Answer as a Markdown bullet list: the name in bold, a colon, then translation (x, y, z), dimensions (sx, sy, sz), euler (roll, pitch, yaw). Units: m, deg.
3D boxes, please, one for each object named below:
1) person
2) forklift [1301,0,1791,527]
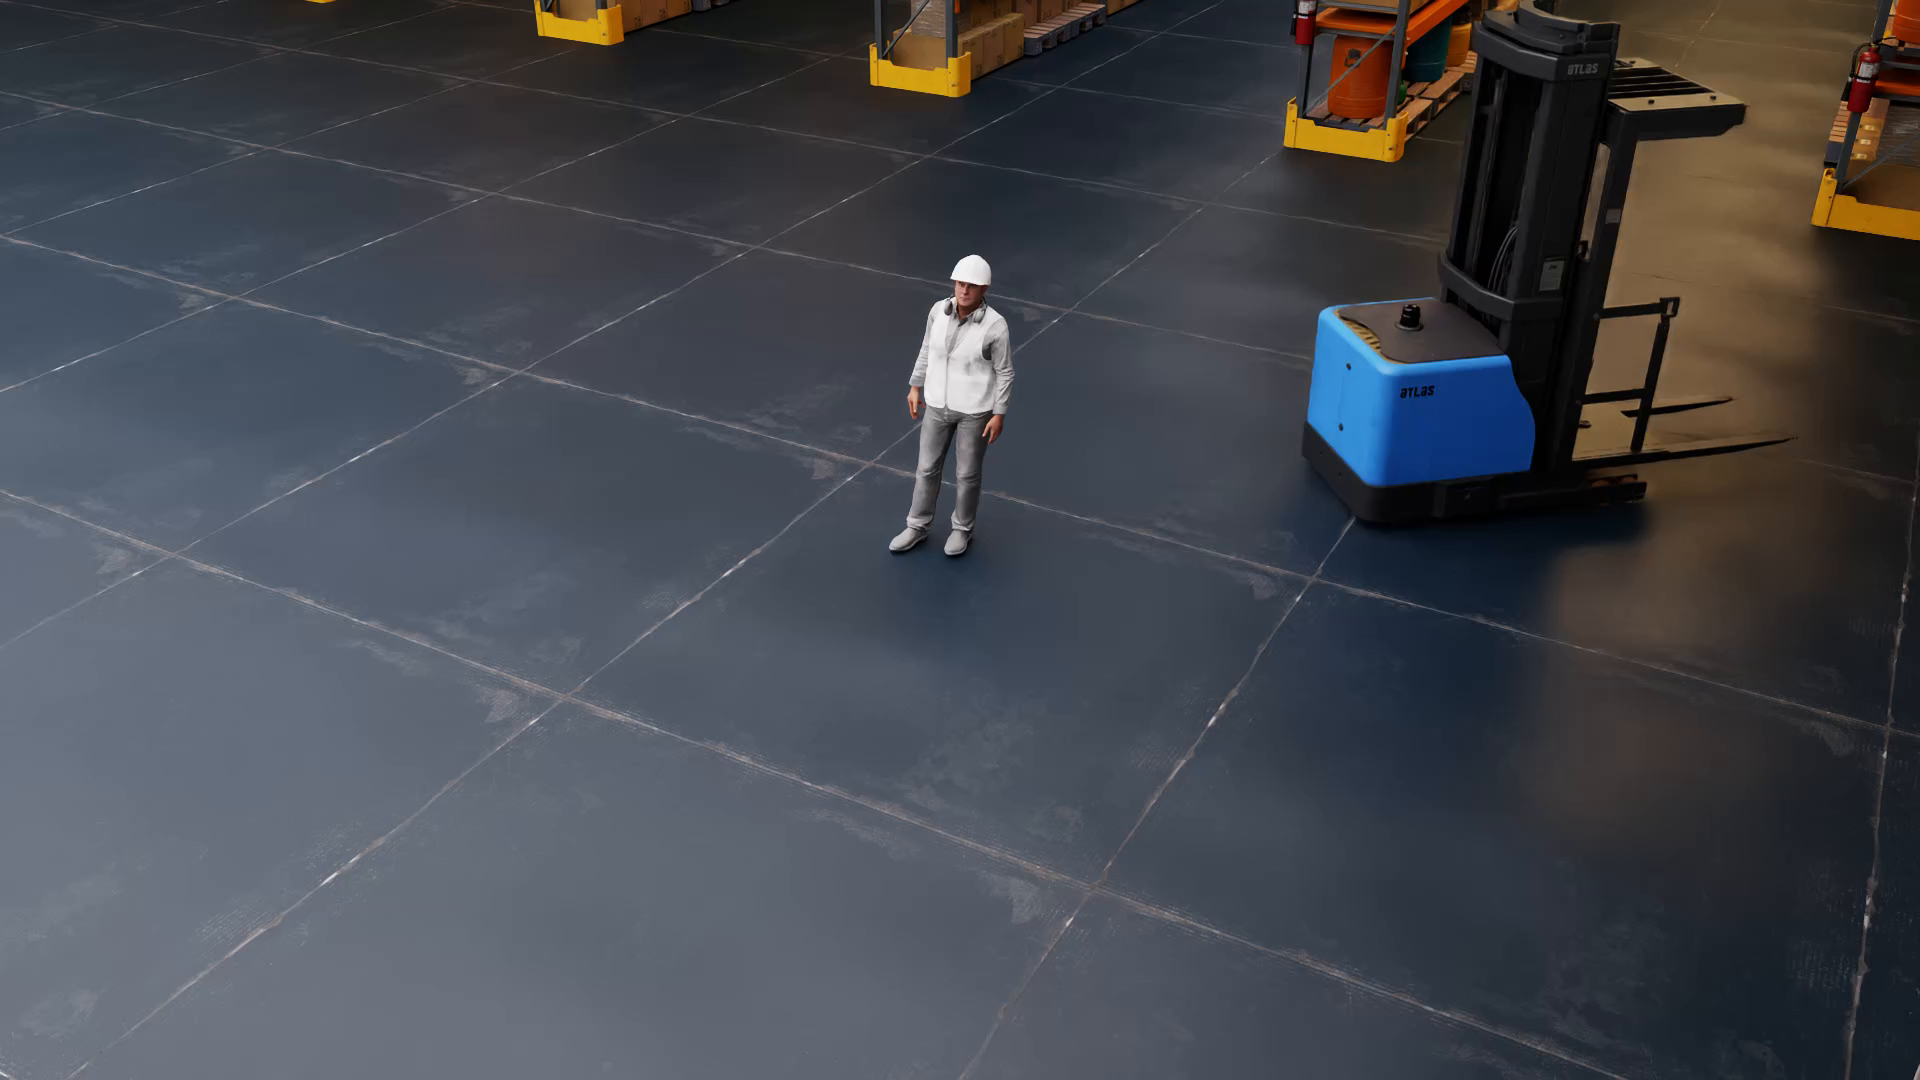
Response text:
- **person**: translation (-0.037, -0.750, 9.512), dimensions (0.632, 1.773, 0.568), euler (15, 33, 25)
- **forklift**: translation (3.796, -1.725, 10.059), dimensions (3.031, 2.935, 1.130), euler (-6, 31, -11)
